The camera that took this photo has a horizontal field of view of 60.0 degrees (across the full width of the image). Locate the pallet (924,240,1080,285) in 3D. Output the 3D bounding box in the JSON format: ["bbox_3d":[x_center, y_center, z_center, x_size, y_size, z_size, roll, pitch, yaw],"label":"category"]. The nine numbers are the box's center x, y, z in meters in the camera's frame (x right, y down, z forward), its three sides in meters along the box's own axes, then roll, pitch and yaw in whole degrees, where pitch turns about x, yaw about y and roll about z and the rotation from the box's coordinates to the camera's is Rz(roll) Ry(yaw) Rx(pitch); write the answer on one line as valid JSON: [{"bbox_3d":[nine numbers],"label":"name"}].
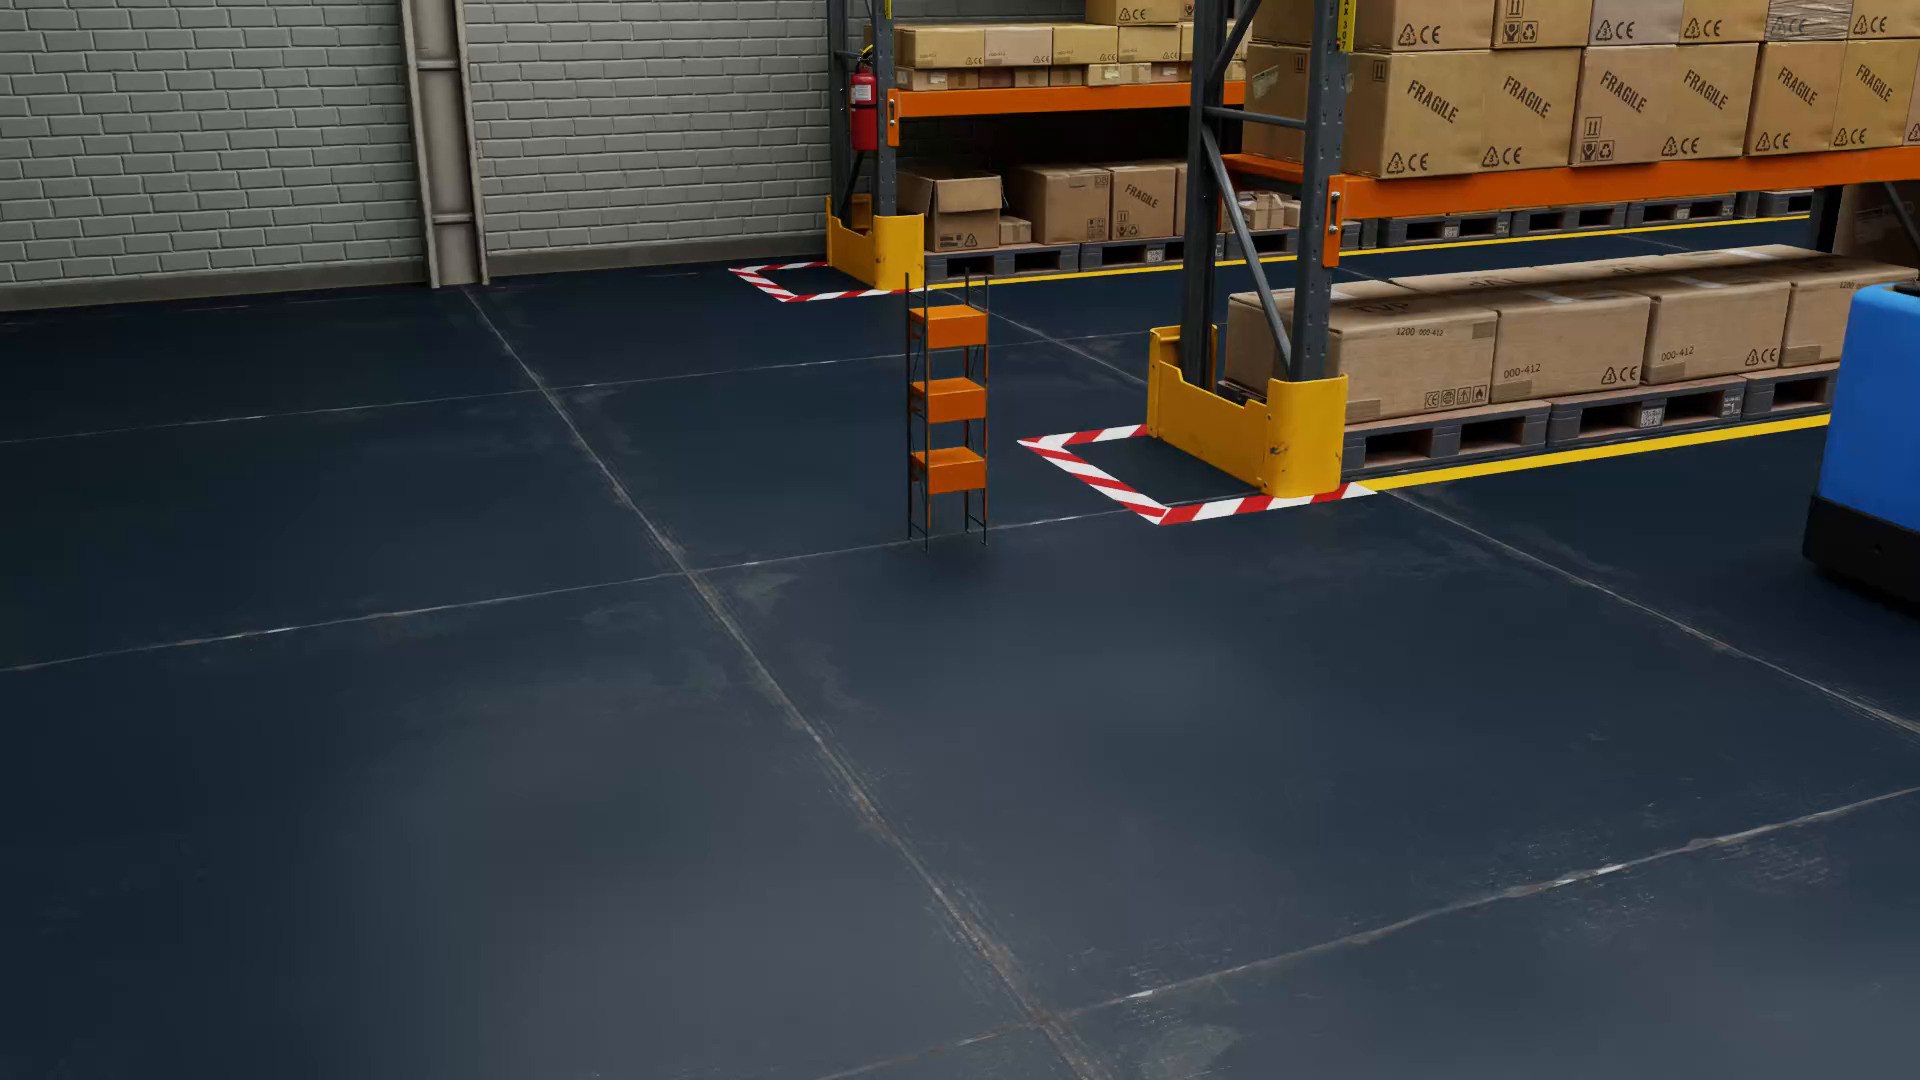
[{"bbox_3d":[0.117,-2.099,12.166,1.213,0.211,1.003,-8,21,-22],"label":"pallet"}]

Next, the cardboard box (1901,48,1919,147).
[{"bbox_3d":[4.633,-2.220,8.161,0.500,0.500,0.500,-8,21,-21],"label":"cardboard box"}]

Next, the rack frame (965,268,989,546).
[{"bbox_3d":[0.063,-0.504,6.373,0.008,1.050,0.200,-8,21,-22],"label":"rack frame"}]

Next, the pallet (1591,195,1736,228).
[{"bbox_3d":[5.961,-2.949,14.581,1.213,0.211,1.003,-8,21,-22],"label":"pallet"}]

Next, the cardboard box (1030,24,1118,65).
[{"bbox_3d":[0.766,-3.480,11.668,0.500,0.250,0.500,-9,21,-23],"label":"cardboard box"}]

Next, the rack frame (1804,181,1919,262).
[{"bbox_3d":[4.958,-2.312,8.572,0.127,3.000,1.000,-8,21,-22],"label":"rack frame"}]

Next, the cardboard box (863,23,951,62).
[{"bbox_3d":[-0.367,-3.510,11.752,0.500,0.250,0.500,-8,21,-20],"label":"cardboard box"}]

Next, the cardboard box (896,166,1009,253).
[{"bbox_3d":[-0.085,-2.371,11.867,0.637,0.503,0.797,-9,21,-24],"label":"cardboard box"}]

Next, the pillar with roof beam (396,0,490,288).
[{"bbox_3d":[-1.812,-4.736,6.424,0.400,9.000,9.100,-8,21,-22],"label":"pillar with roof beam"}]

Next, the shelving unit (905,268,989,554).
[{"bbox_3d":[-0.049,-0.488,6.328,0.252,1.050,0.215,-8,21,-22],"label":"shelving unit"}]

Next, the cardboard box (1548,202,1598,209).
[{"bbox_3d":[4.945,-3.043,13.779,0.500,0.500,0.500,-9,21,-24],"label":"cardboard box"}]

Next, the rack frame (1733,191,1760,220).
[{"bbox_3d":[6.661,-4.351,14.364,0.127,3.000,1.000,-8,21,-22],"label":"rack frame"}]

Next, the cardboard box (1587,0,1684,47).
[{"bbox_3d":[2.780,-2.421,7.226,0.500,0.500,0.500,-8,21,-22],"label":"cardboard box"}]

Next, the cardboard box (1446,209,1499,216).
[{"bbox_3d":[4.007,-2.912,13.408,0.500,0.500,0.500,-8,21,-23],"label":"cardboard box"}]

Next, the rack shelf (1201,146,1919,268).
[{"bbox_3d":[3.122,-1.710,7.944,4.000,0.370,1.077,-8,21,-22],"label":"rack shelf"}]

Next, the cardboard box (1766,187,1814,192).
[{"bbox_3d":[7.239,-3.507,14.910,0.625,0.625,0.875,-7,21,-20],"label":"cardboard box"}]

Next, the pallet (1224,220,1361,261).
[{"bbox_3d":[2.357,-2.420,13.077,1.213,0.211,1.003,-8,21,-22],"label":"pallet"}]

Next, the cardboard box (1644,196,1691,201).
[{"bbox_3d":[5.894,-3.187,14.188,0.500,0.500,0.500,-8,21,-23],"label":"cardboard box"}]

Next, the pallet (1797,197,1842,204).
[{"bbox_3d":[8.551,-3.292,15.553,1.213,0.211,1.003,-8,21,-22],"label":"pallet"}]

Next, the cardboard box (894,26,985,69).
[{"bbox_3d":[-0.161,-3.346,11.287,0.500,0.250,0.500,-8,21,-22],"label":"cardboard box"}]

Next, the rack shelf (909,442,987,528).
[{"bbox_3d":[-0.049,-0.216,6.423,0.240,0.259,0.215,-8,21,-22],"label":"rack shelf"}]

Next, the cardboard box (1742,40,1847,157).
[{"bbox_3d":[3.707,-2.080,7.763,0.500,0.500,0.500,-8,21,-23],"label":"cardboard box"}]

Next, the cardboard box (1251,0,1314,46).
[{"bbox_3d":[1.634,-2.441,7.281,0.500,0.500,0.500,-7,21,-20],"label":"cardboard box"}]

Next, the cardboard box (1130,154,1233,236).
[{"bbox_3d":[1.668,-2.607,12.541,0.500,0.500,0.700,-9,21,-24],"label":"cardboard box"}]

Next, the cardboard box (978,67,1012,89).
[{"bbox_3d":[0.169,-3.233,11.566,0.250,0.149,0.380,-8,21,-23],"label":"cardboard box"}]

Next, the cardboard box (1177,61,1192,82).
[{"bbox_3d":[1.580,-3.437,12.146,0.250,0.149,0.380,-8,21,-21],"label":"cardboard box"}]

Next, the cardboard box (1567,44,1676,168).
[{"bbox_3d":[2.767,-1.945,7.379,0.500,0.500,0.500,-8,21,-22],"label":"cardboard box"}]

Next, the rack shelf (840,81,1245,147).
[{"bbox_3d":[1.152,-3.223,12.242,4.000,0.370,1.077,-8,21,-22],"label":"rack shelf"}]

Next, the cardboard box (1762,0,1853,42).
[{"bbox_3d":[3.701,-2.551,7.593,0.500,0.500,0.500,-8,21,-21],"label":"cardboard box"}]

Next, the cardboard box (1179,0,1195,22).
[{"bbox_3d":[1.516,-4.134,12.395,0.500,0.500,0.500,-9,21,-23],"label":"cardboard box"}]

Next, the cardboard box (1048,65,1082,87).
[{"bbox_3d":[0.667,-3.284,11.711,0.250,0.149,0.380,-8,21,-21],"label":"cardboard box"}]

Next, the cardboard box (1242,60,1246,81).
[{"bbox_3d":[2.085,-3.479,12.265,0.250,0.149,0.380,-8,21,-21],"label":"cardboard box"}]

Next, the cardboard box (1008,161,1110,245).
[{"bbox_3d":[0.715,-2.470,12.153,0.500,0.500,0.700,-7,21,-20],"label":"cardboard box"}]

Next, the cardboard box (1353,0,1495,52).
[{"bbox_3d":[1.839,-2.281,6.828,0.500,0.500,0.500,-9,21,-23],"label":"cardboard box"}]

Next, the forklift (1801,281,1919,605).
[{"bbox_3d":[4.681,-1.275,5.731,3.031,2.935,1.130,-7,20,-18],"label":"forklift"}]

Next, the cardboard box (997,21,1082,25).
[{"bbox_3d":[0.563,-3.641,12.125,0.500,0.250,0.500,-7,21,-20],"label":"cardboard box"}]

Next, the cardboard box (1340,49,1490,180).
[{"bbox_3d":[1.840,-1.809,6.992,0.500,0.500,0.500,-8,21,-22],"label":"cardboard box"}]

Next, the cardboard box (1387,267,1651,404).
[{"bbox_3d":[2.689,-1.016,8.116,0.875,0.438,0.875,-8,21,-20],"label":"cardboard box"}]

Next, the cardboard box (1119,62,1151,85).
[{"bbox_3d":[1.162,-3.335,11.856,0.250,0.149,0.380,-8,21,-21],"label":"cardboard box"}]

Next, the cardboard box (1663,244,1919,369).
[{"bbox_3d":[4.339,-1.252,8.786,0.875,0.438,0.875,-8,21,-23],"label":"cardboard box"}]

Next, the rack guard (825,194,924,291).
[{"bbox_3d":[-0.615,-2.130,11.819,0.348,0.500,1.175,-8,21,-22],"label":"rack guard"}]

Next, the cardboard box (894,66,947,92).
[{"bbox_3d":[-0.274,-3.140,11.302,0.250,0.149,0.380,-8,21,-22],"label":"cardboard box"}]

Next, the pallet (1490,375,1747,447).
[{"bbox_3d":[3.107,-0.759,8.359,1.213,0.211,1.003,-8,21,-22],"label":"pallet"}]

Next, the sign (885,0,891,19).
[{"bbox_3d":[-0.469,-3.542,10.762,0.005,0.325,0.100,-8,21,-22],"label":"sign"}]

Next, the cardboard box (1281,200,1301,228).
[{"bbox_3d":[2.593,-2.516,12.811,0.250,0.149,0.380,-9,21,-24],"label":"cardboard box"}]

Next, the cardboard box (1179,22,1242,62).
[{"bbox_3d":[1.700,-3.621,12.069,0.500,0.250,0.500,-8,21,-22],"label":"cardboard box"}]

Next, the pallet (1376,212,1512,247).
[{"bbox_3d":[3.720,-2.628,13.670,1.213,0.211,1.003,-8,21,-22],"label":"pallet"}]
